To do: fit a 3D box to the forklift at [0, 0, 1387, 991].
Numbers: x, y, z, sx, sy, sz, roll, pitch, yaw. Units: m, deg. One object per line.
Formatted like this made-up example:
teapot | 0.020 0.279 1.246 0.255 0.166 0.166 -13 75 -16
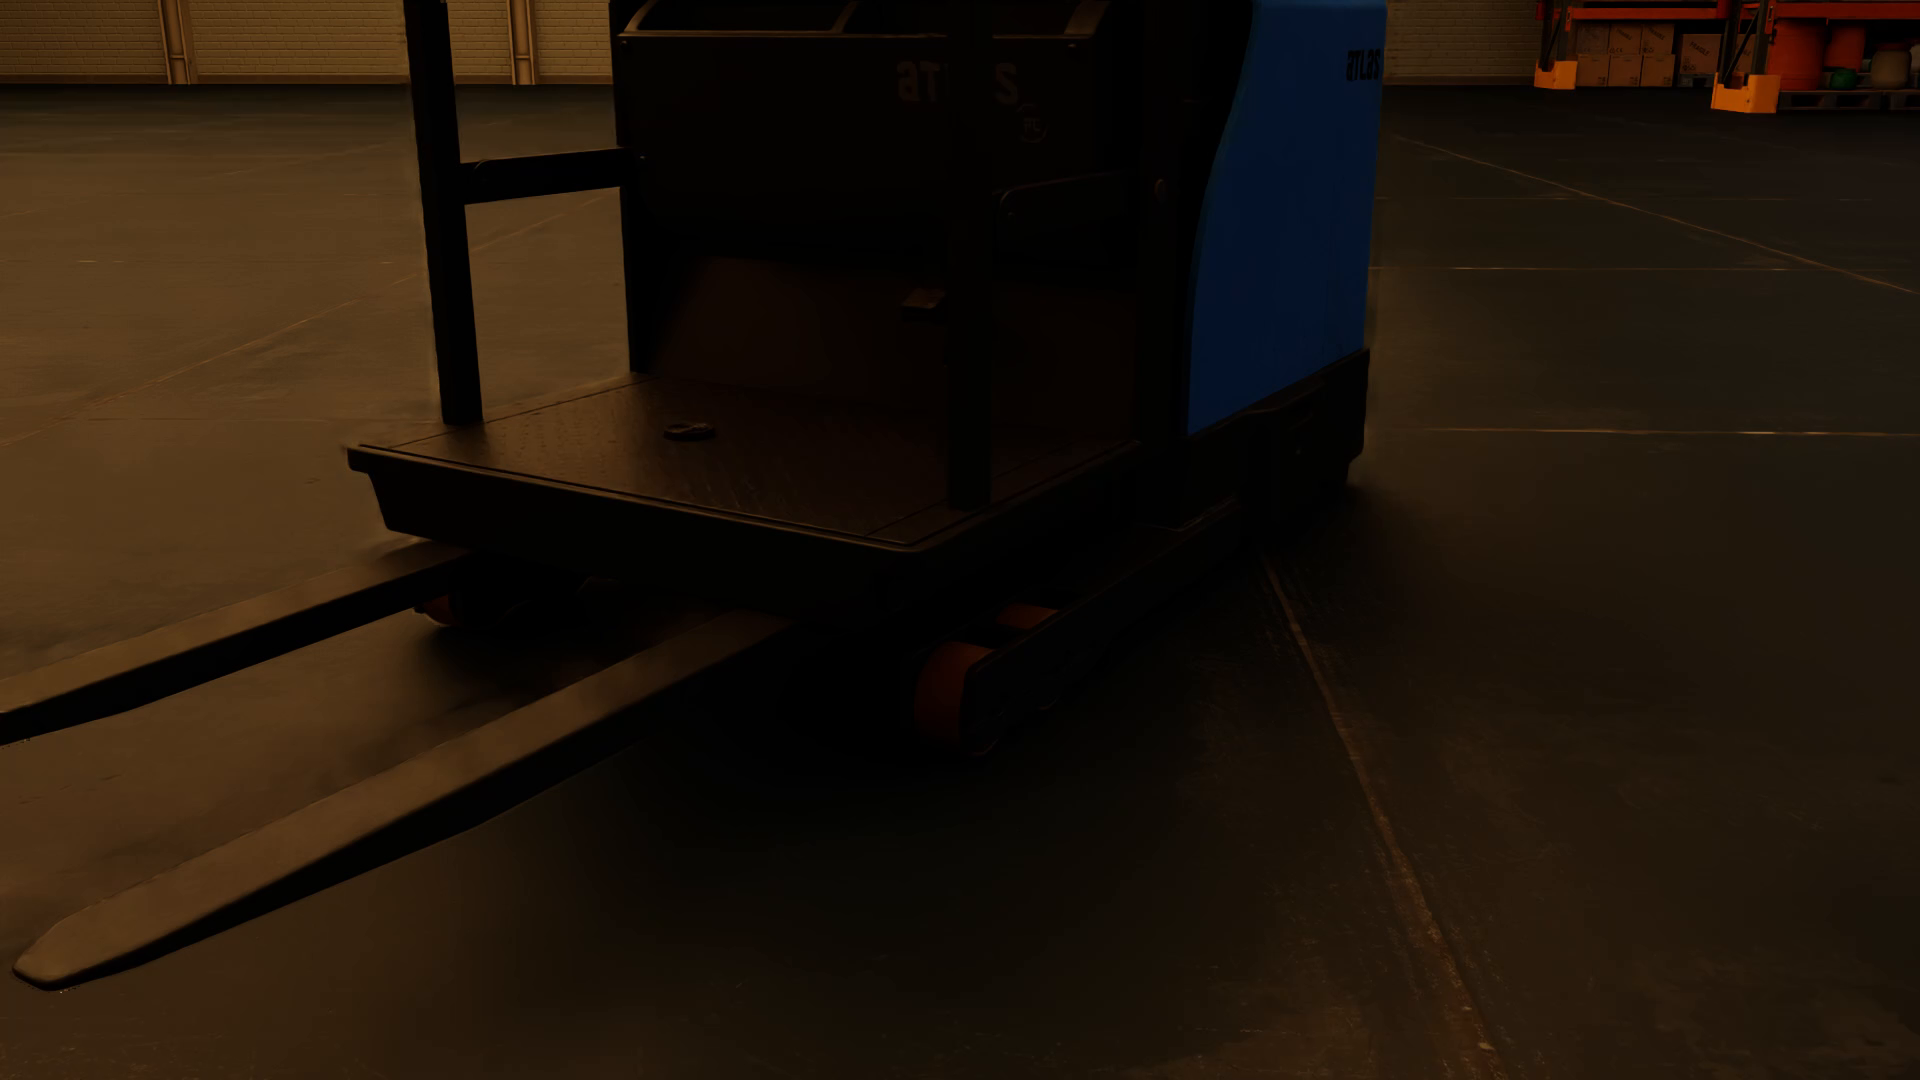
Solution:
forklift | -0.275 -1.245 2.438 1.130 2.935 3.031 10 20 29
